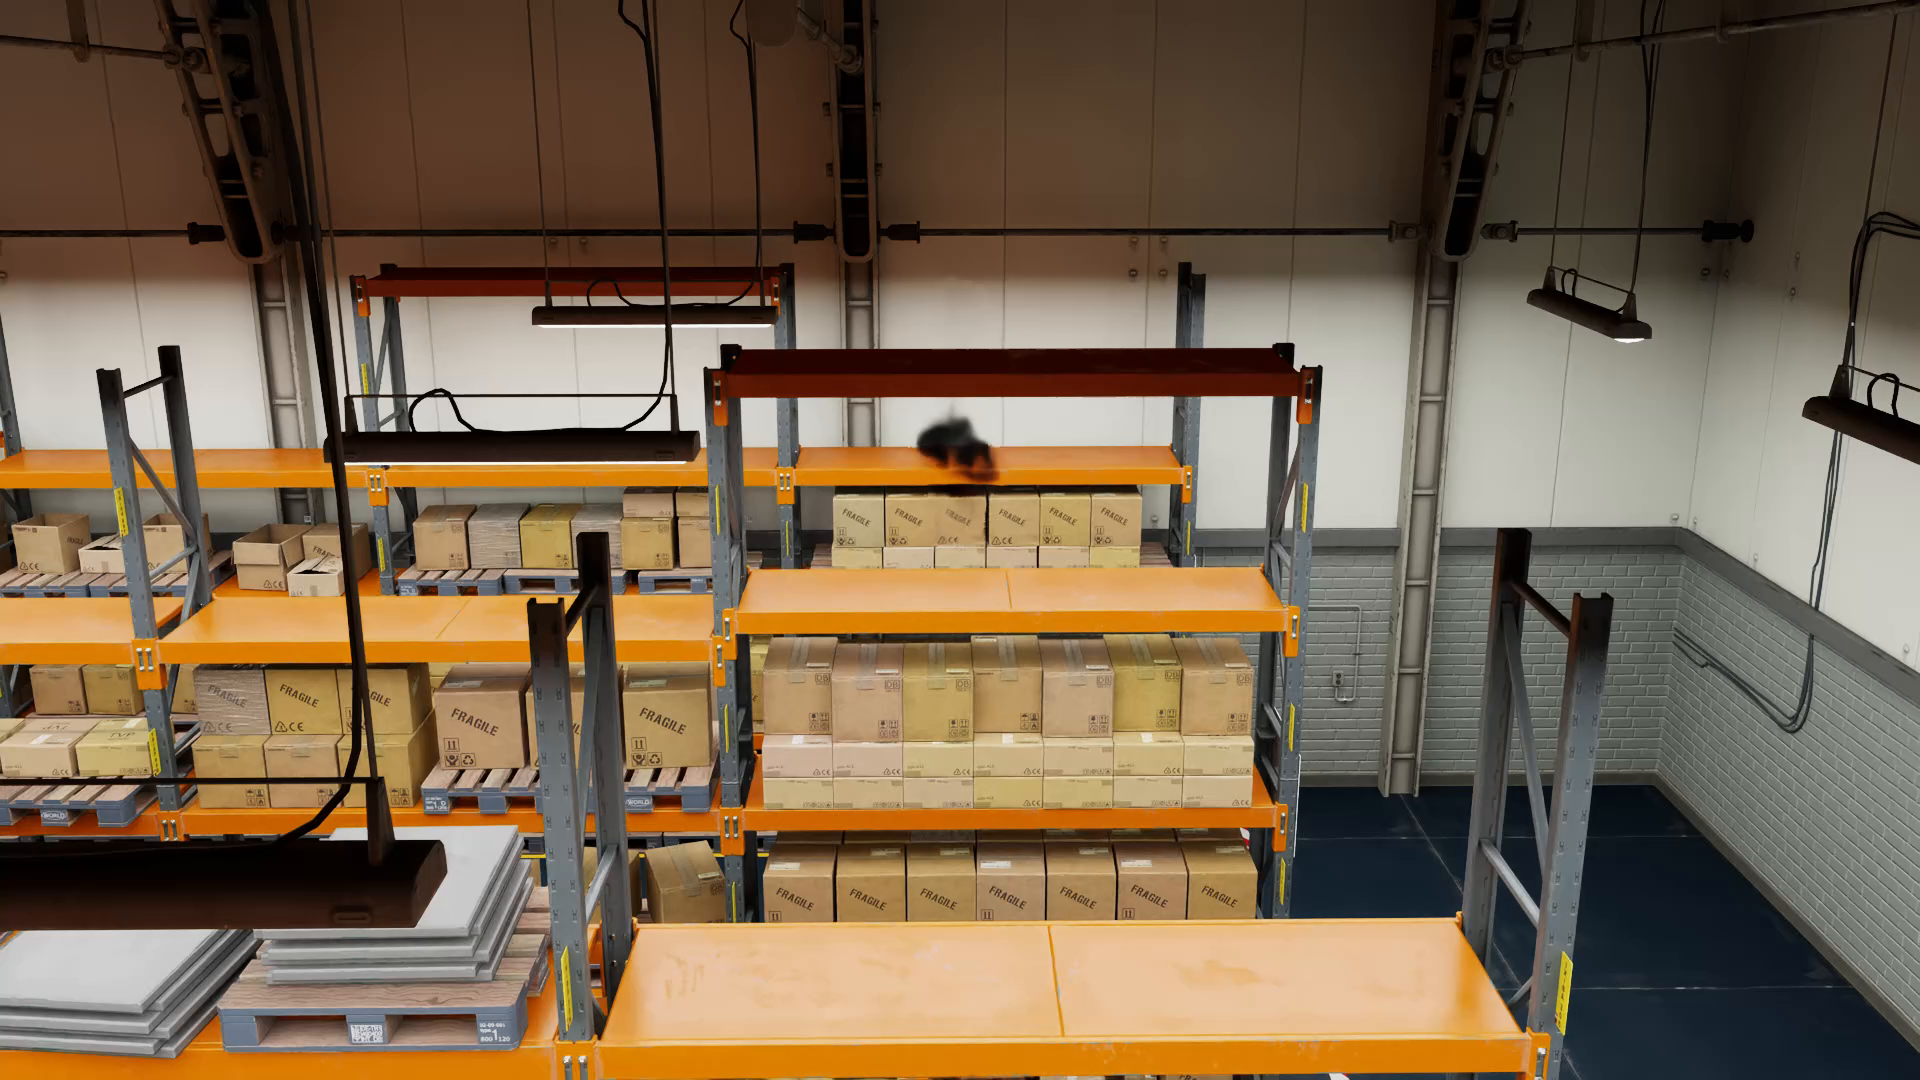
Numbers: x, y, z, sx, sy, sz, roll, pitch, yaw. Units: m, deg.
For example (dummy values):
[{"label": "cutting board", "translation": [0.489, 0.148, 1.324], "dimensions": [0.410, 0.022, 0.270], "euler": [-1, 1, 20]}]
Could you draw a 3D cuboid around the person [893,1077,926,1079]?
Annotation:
[{"label": "person", "translation": [-0.286, 4.208, 11.093], "dimensions": [0.866, 1.713, 0.662], "euler": [-4, 17, -12]}]
